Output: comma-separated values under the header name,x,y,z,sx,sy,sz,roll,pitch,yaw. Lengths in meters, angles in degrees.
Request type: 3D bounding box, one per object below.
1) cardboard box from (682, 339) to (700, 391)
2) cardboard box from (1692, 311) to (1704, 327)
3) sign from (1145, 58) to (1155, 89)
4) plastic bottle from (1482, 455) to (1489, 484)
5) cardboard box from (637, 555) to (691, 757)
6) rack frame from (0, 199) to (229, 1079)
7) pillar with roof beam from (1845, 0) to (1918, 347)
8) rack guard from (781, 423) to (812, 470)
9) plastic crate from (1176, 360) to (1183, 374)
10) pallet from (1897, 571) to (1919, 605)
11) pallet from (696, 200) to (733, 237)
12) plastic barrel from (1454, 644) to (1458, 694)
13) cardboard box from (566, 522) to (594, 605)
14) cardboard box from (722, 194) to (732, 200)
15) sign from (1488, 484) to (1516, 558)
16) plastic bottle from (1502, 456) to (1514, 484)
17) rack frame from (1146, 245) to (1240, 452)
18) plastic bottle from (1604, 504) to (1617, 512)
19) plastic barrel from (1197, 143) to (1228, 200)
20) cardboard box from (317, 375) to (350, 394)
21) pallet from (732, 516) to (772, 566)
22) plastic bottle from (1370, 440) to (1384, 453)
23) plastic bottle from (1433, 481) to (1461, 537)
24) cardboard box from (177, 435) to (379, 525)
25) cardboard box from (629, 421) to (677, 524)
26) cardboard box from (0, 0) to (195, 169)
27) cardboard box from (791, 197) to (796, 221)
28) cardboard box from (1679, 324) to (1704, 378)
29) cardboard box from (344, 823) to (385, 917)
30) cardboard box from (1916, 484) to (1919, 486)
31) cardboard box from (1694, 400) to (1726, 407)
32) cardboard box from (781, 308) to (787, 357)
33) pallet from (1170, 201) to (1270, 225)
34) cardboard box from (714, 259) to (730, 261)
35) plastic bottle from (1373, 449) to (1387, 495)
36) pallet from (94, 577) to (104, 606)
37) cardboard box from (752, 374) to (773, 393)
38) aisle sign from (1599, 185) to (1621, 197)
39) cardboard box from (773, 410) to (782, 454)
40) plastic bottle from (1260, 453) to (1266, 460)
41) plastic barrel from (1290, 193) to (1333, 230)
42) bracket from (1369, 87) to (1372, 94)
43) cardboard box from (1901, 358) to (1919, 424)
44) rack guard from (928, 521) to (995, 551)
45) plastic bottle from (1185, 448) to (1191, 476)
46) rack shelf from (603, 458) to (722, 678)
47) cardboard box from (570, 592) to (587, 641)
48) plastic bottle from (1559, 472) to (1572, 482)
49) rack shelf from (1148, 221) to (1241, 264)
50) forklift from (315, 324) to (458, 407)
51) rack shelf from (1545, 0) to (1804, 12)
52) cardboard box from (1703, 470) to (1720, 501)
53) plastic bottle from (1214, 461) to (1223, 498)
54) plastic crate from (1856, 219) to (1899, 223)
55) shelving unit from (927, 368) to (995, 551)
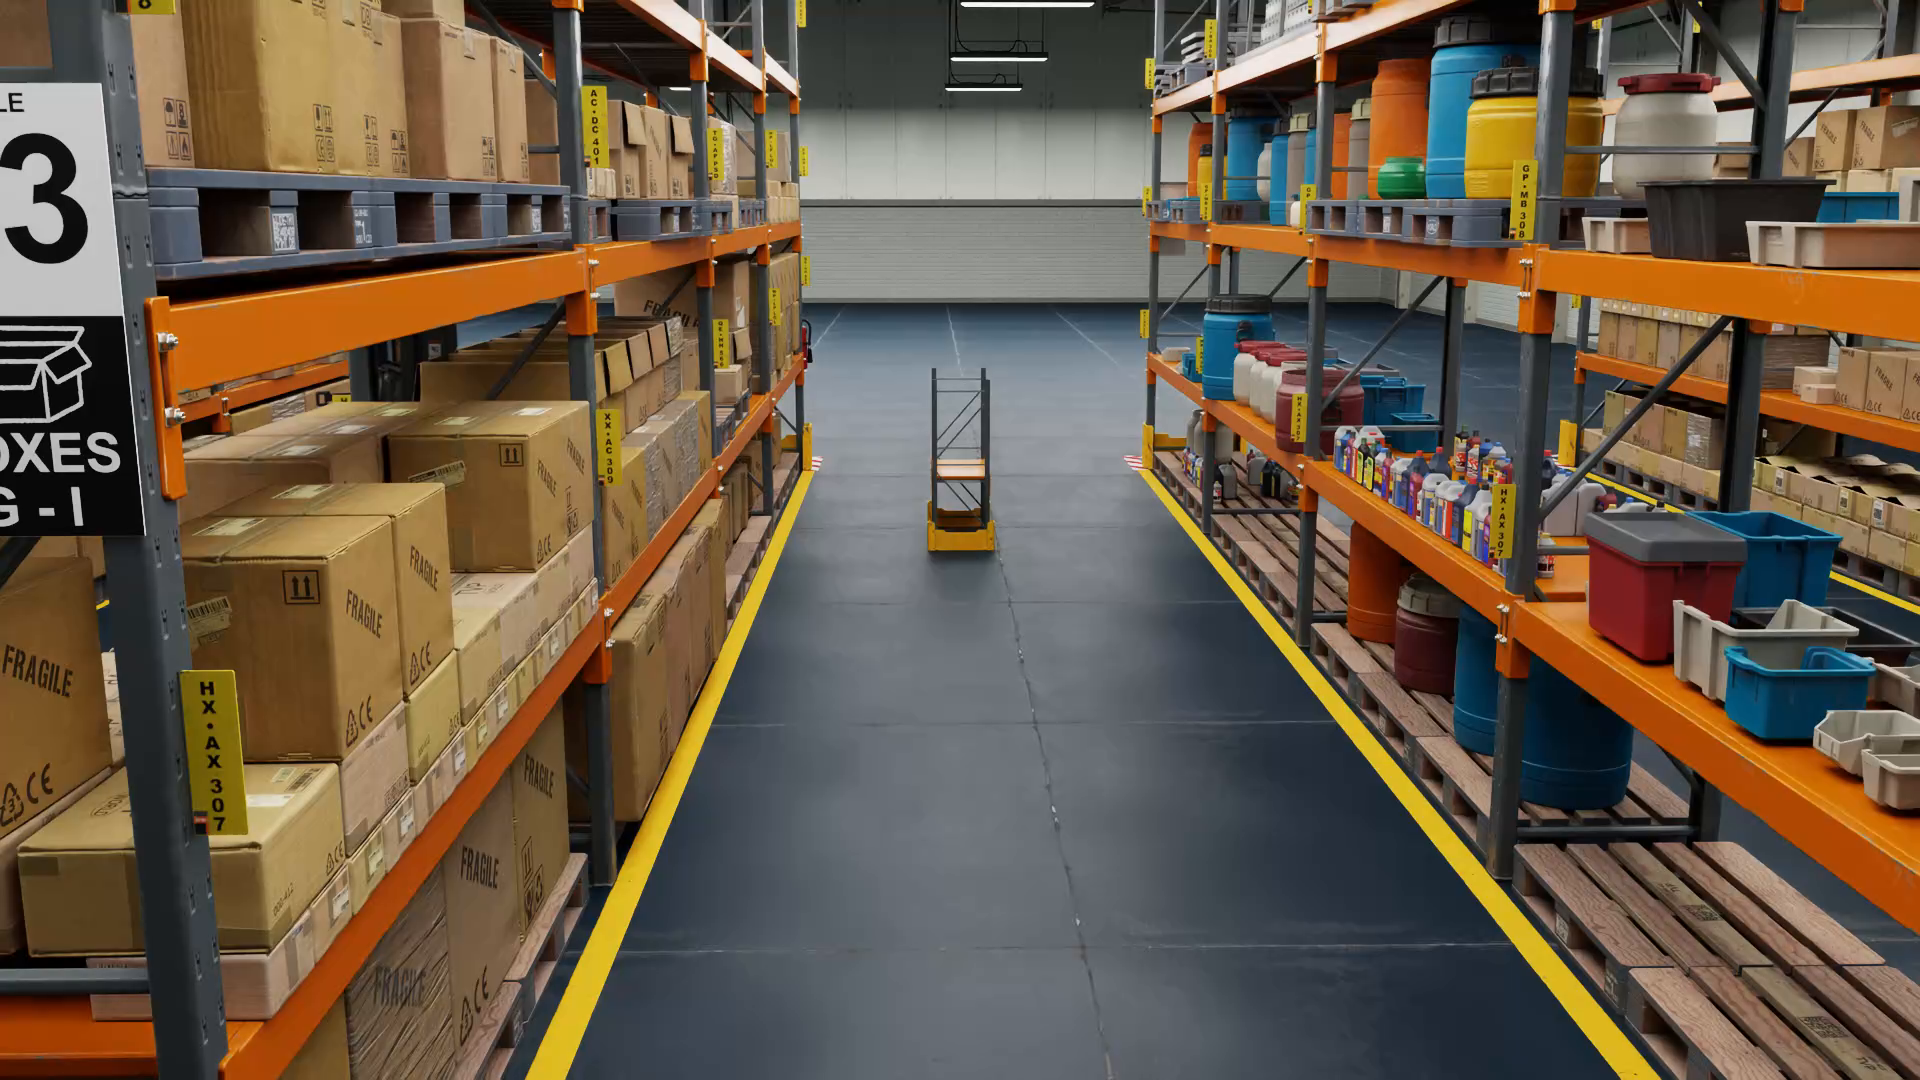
name,x,y,z,sx,sy,sz,roll,pitch,yaw
cardboard box,-2.293,-1.195,12.095,0.700,0.500,0.500,1,12,7
cardboard box,7.452,-2.179,16.374,0.380,0.149,0.250,0,11,-1
sign,2.106,-5.169,18.430,0.100,0.325,0.005,0,11,-1
plastic bottle,3.251,-0.439,10.180,0.097,0.201,0.097,0,11,0
cardboard box,-2.100,0.604,8.826,1.225,0.875,0.875,-1,11,-3
rack frame,-1.965,0.868,3.235,1.000,3.000,0.127,0,11,-1
pillar with roof beam,9.013,-6.353,23.740,9.100,9.000,0.400,0,11,-1
rack guard,-2.294,-1.072,19.086,1.175,0.500,0.348,0,11,-1
plastic crate,2.452,-1.730,16.705,0.530,0.136,0.437,0,11,-1
pallet,7.796,0.441,12.355,1.003,0.211,1.213,0,11,-1
pallet,-2.064,-1.972,10.164,1.213,0.211,1.003,0,11,1
plastic barrel,2.973,0.705,9.242,0.421,0.512,0.421,0,11,0
cardboard box,-1.776,0.088,6.712,0.500,0.250,0.500,0,11,-2
cardboard box,-1.896,-2.315,11.759,0.500,0.250,0.500,0,11,0
sign,2.354,-0.081,7.218,0.100,0.325,0.005,0,11,-1
plastic bottle,3.140,-0.342,9.494,0.061,0.283,0.133,0,11,-1
rack frame,2.656,-2.333,19.012,1.000,3.000,0.127,0,11,-1
plastic bottle,3.289,-0.078,8.399,0.097,0.201,0.097,0,11,0
plastic barrel,2.807,-3.875,17.539,0.600,0.588,0.600,0,11,0
cardboard box,-7.176,-1.342,18.417,0.875,0.875,0.875,0,11,-1
pallet,-2.195,0.004,14.507,1.003,0.211,1.213,0,11,-1
plastic bottle,2.553,-0.477,10.190,0.097,0.271,0.097,0,11,0
plastic bottle,2.552,-0.163,8.630,0.152,0.276,0.135,0,11,-1
cardboard box,-2.275,-0.069,5.598,0.500,0.500,0.500,-1,11,-3
cardboard box,-1.844,-0.370,9.089,0.500,0.500,0.500,0,11,0
cardboard box,-2.029,-1.009,3.383,0.700,0.500,0.500,-1,12,-5
cardboard box,-2.018,-3.515,17.672,0.500,0.250,0.500,0,11,-1
cardboard box,7.652,-1.899,16.623,0.700,0.500,0.500,0,11,0
cardboard box,-1.655,0.818,4.117,0.380,0.149,0.250,-1,11,-3
cardboard box,8.018,-0.308,13.483,0.500,0.311,0.500,0,11,-2
cardboard box,7.962,-1.174,17.277,0.500,0.500,0.500,0,11,-1
cardboard box,-2.216,-2.100,16.865,0.875,0.500,0.500,0,11,-1
pallet,2.626,-3.058,15.519,1.213,0.211,1.003,0,11,-1
cardboard box,-2.518,-2.489,16.269,0.500,0.500,0.500,0,11,-1
plastic bottle,2.500,-0.404,9.832,0.097,0.271,0.097,0,11,0
pallet,-7.032,0.488,12.123,1.003,0.211,1.213,0,11,-1
cardboard box,-1.917,-1.438,15.234,0.380,0.149,0.250,0,11,-1
aisle sign,7.301,-3.638,18.909,0.394,0.787,0.004,0,11,-1
cardboard box,-2.299,-1.169,18.507,0.500,0.500,0.500,2,12,9
plastic bottle,3.121,-0.776,16.896,0.144,0.351,0.185,0,11,1
plastic barrel,2.562,-2.396,12.131,0.301,0.262,0.301,0,11,0
bracket,12.408,-13.457,49.707,0.235,0.232,0.430,0,11,-1
cardboard box,7.723,-1.144,12.904,0.500,0.500,0.500,-1,11,-4
rack guard,0.009,-0.039,14.621,0.587,0.250,0.087,0,11,-1
plastic bottle,2.369,-0.810,17.234,0.061,0.283,0.133,0,11,0
rack shelf,-2.089,0.028,9.185,1.077,0.370,4.000,0,11,-1
cardboard box,-1.708,0.307,6.634,0.380,0.149,0.250,0,11,0
plastic bottle,3.277,-0.231,8.977,0.097,0.271,0.097,0,11,0
rack shelf,2.698,-3.052,16.826,1.077,0.370,4.000,0,11,-1
forklift,-5.137,-1.354,14.359,3.031,2.935,1.130,-7,13,-30
rack shelf,2.946,-1.941,4.810,1.077,0.370,4.000,0,11,-1
cardboard box,7.463,-0.507,15.871,0.500,0.250,0.500,0,11,-1
plastic bottle,2.438,-0.582,15.938,0.144,0.351,0.185,-1,11,-3
plastic crate,3.311,-1.037,5.744,0.293,0.136,0.466,0,11,-1
shelving unit,-0.002,-0.750,14.985,0.587,1.500,1.083,0,11,-1
